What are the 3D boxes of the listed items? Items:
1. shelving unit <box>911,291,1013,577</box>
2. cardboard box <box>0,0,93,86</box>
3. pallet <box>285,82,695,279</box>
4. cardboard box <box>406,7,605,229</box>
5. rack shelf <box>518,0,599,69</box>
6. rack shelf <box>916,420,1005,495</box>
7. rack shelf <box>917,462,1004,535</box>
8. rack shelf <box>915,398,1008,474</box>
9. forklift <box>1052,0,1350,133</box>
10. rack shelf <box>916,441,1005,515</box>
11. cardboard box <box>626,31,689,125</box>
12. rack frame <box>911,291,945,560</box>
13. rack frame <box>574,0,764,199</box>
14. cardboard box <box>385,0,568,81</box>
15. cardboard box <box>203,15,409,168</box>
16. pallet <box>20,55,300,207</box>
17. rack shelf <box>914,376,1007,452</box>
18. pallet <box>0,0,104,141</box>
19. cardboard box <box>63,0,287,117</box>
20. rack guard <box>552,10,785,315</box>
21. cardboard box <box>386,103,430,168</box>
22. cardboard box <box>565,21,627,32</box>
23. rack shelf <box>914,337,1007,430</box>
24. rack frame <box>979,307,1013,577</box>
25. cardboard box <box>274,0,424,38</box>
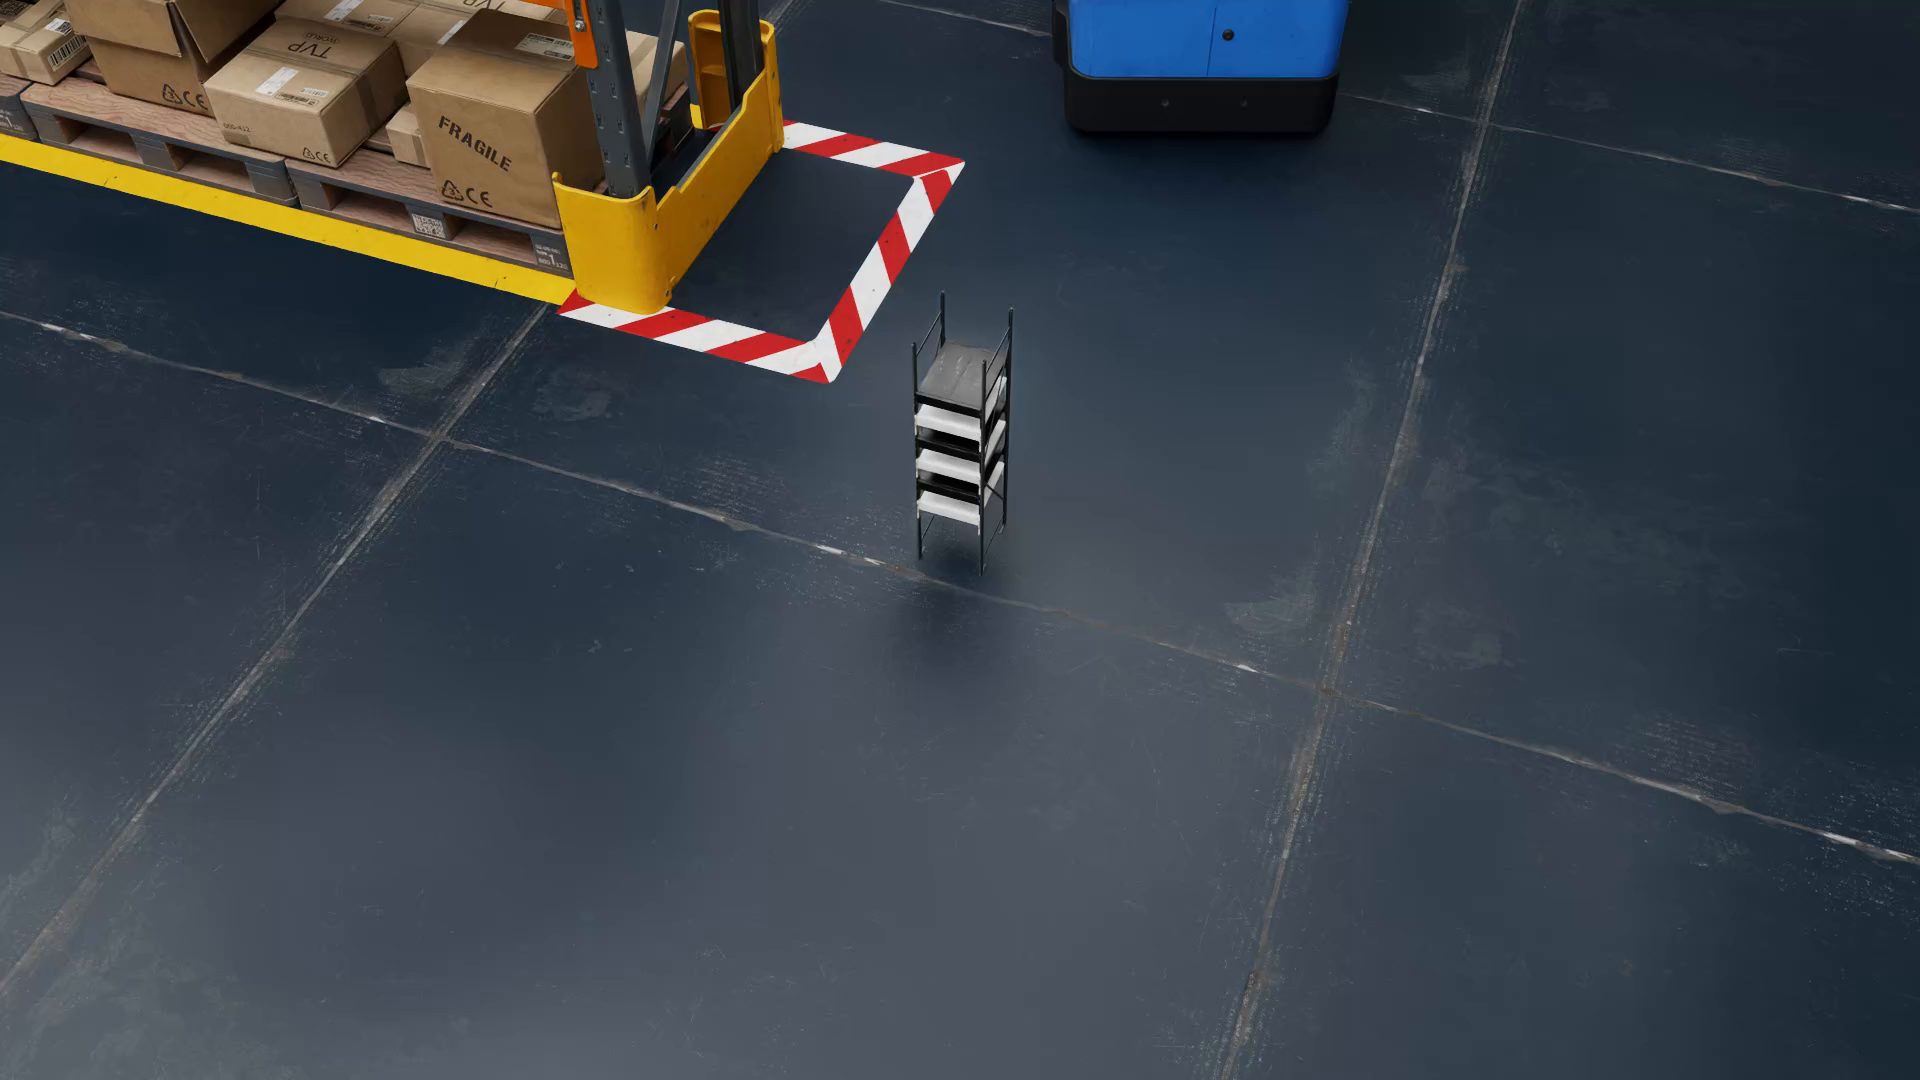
[{"bbox_3d":[0.008,-0.293,4.908,0.210,0.900,0.258,16,51,13],"label":"shelving unit"},{"bbox_3d":[-3.591,-1.993,6.576,0.250,0.166,0.380,16,51,13],"label":"cardboard box"},{"bbox_3d":[-1.792,-1.527,6.434,1.213,0.211,1.003,16,51,13],"label":"pallet"},{"bbox_3d":[-1.568,-1.506,5.933,0.500,0.500,0.500,16,51,13],"label":"cardboard box"},{"bbox_3d":[-2.849,-2.501,5.908,4.000,0.370,1.077,16,51,13],"label":"rack shelf"},{"bbox_3d":[0.008,-0.271,4.933,0.200,0.077,0.258,16,51,13],"label":"rack shelf"},{"bbox_3d":[0.008,-0.153,5.069,0.200,0.077,0.258,16,51,13],"label":"rack shelf"},{"bbox_3d":[0.008,-0.330,4.865,0.200,0.077,0.258,16,51,13],"label":"rack shelf"},{"bbox_3d":[0.959,-3.662,6.484,1.130,2.935,3.031,0,49,0],"label":"forklift"},{"bbox_3d":[0.008,-0.212,5.001,0.200,0.077,0.258,16,51,13],"label":"rack shelf"},{"bbox_3d":[-1.246,-1.776,6.400,0.250,0.149,0.380,16,51,13],"label":"cardboard box"},{"bbox_3d":[-0.088,-0.319,4.931,0.006,0.900,0.240,16,51,13],"label":"rack frame"},{"bbox_3d":[-0.973,-2.212,5.183,0.127,3.000,1.000,16,51,13],"label":"rack frame"},{"bbox_3d":[-1.853,-1.930,6.467,0.500,0.250,0.500,16,51,13],"label":"cardboard box"},{"bbox_3d":[-2.449,-1.694,6.261,0.500,0.250,0.500,16,51,13],"label":"cardboard box"},{"bbox_3d":[-2.933,-1.848,6.712,1.213,0.211,1.003,16,51,13],"label":"pallet"},{"bbox_3d":[0.008,-0.389,4.797,0.200,0.077,0.258,16,51,13],"label":"rack shelf"},{"bbox_3d":[-4.081,-2.166,6.988,1.213,0.211,1.003,16,51,13],"label":"pallet"},{"bbox_3d":[-2.961,-2.098,6.444,0.637,0.503,0.797,16,51,13],"label":"cardboard box"},{"bbox_3d":[-1.044,-1.414,6.144,0.348,0.500,1.175,16,51,13],"label":"rack guard"},{"bbox_3d":[-1.917,-1.566,6.206,0.250,0.166,0.380,16,51,13],"label":"cardboard box"},{"bbox_3d":[-1.481,-1.847,6.450,0.250,0.166,0.380,16,51,13],"label":"cardboard box"},{"bbox_3d":[0.008,-0.448,4.729,0.200,0.077,0.258,16,51,13],"label":"rack shelf"},{"bbox_3d":[0.103,-0.266,4.885,0.006,0.900,0.240,16,51,13],"label":"rack frame"},{"bbox_3d":[-2.322,-2.061,6.580,0.500,0.250,0.500,16,51,13],"label":"cardboard box"}]
